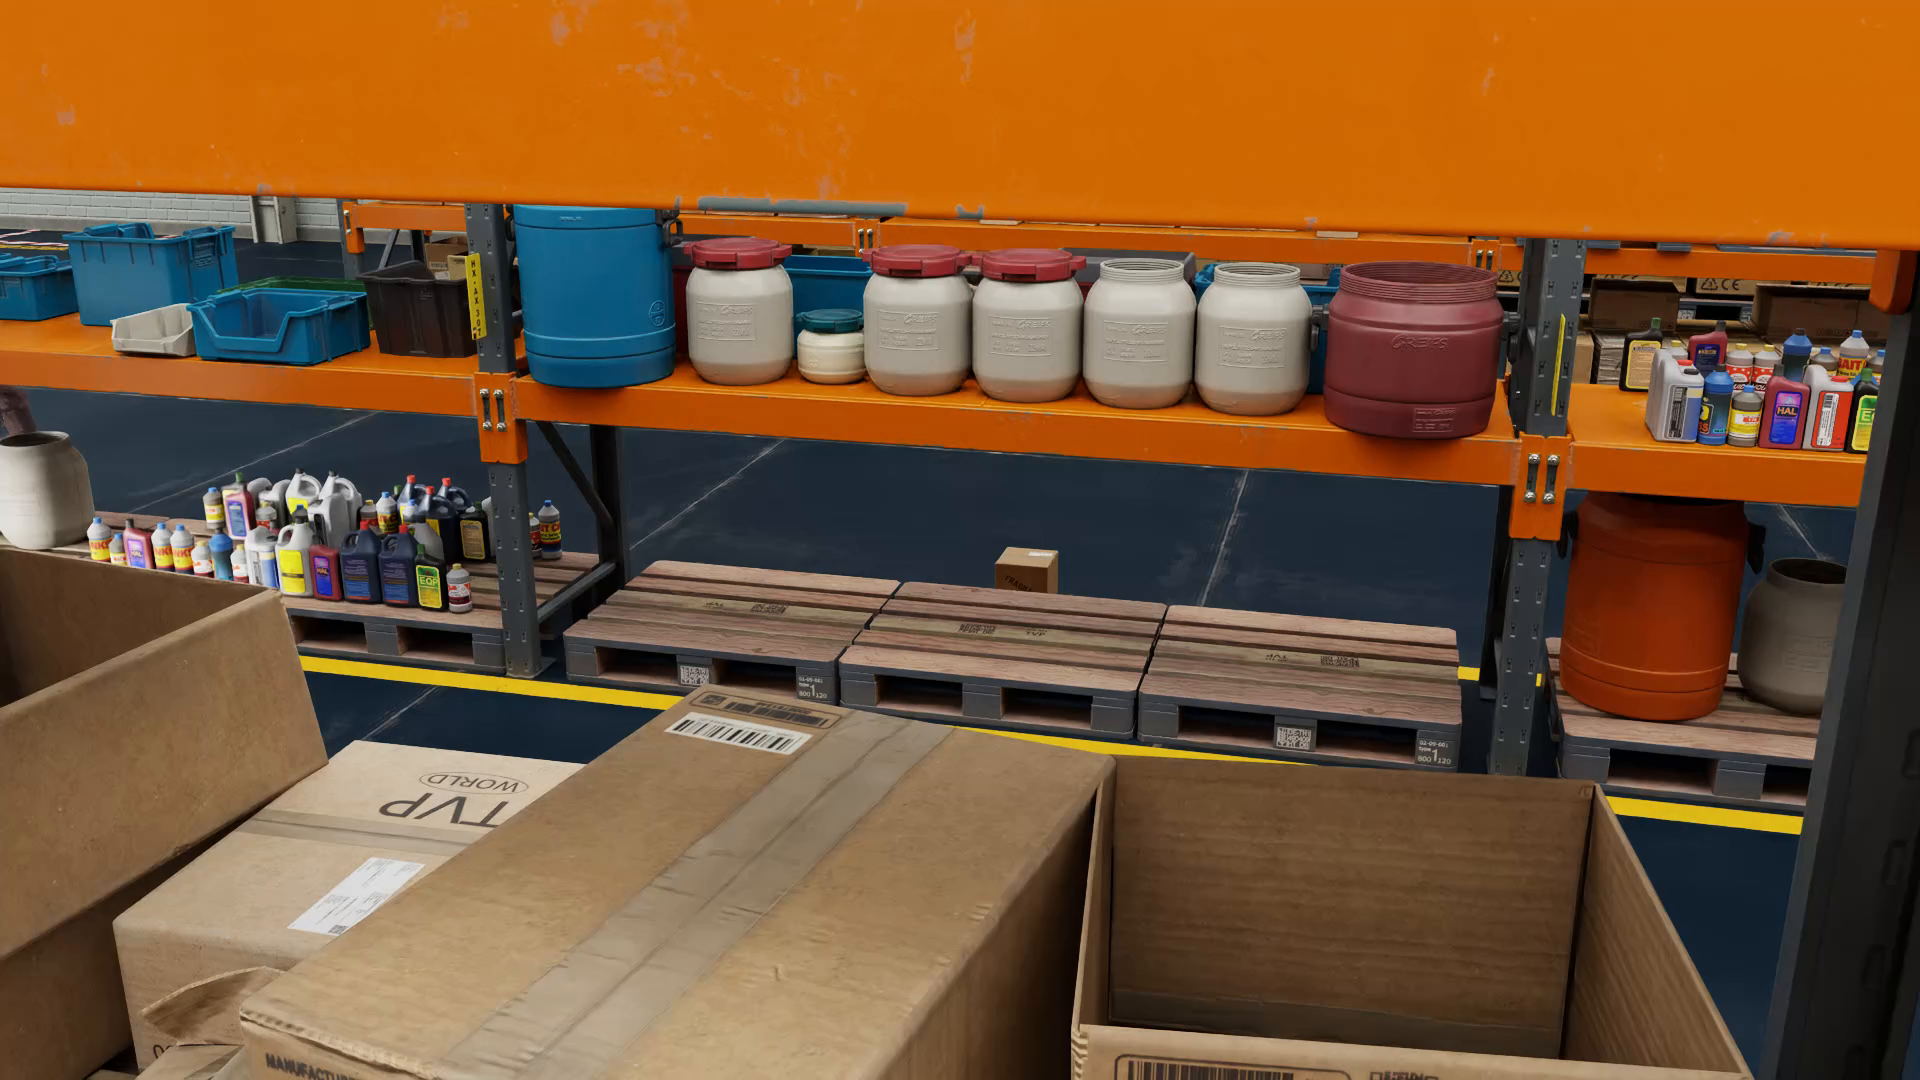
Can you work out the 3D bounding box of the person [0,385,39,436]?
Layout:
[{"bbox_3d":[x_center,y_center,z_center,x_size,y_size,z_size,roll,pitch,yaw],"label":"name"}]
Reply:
[{"bbox_3d":[-5.849,-1.195,9.787,0.996,1.680,0.599,-9,20,-26],"label":"person"}]
